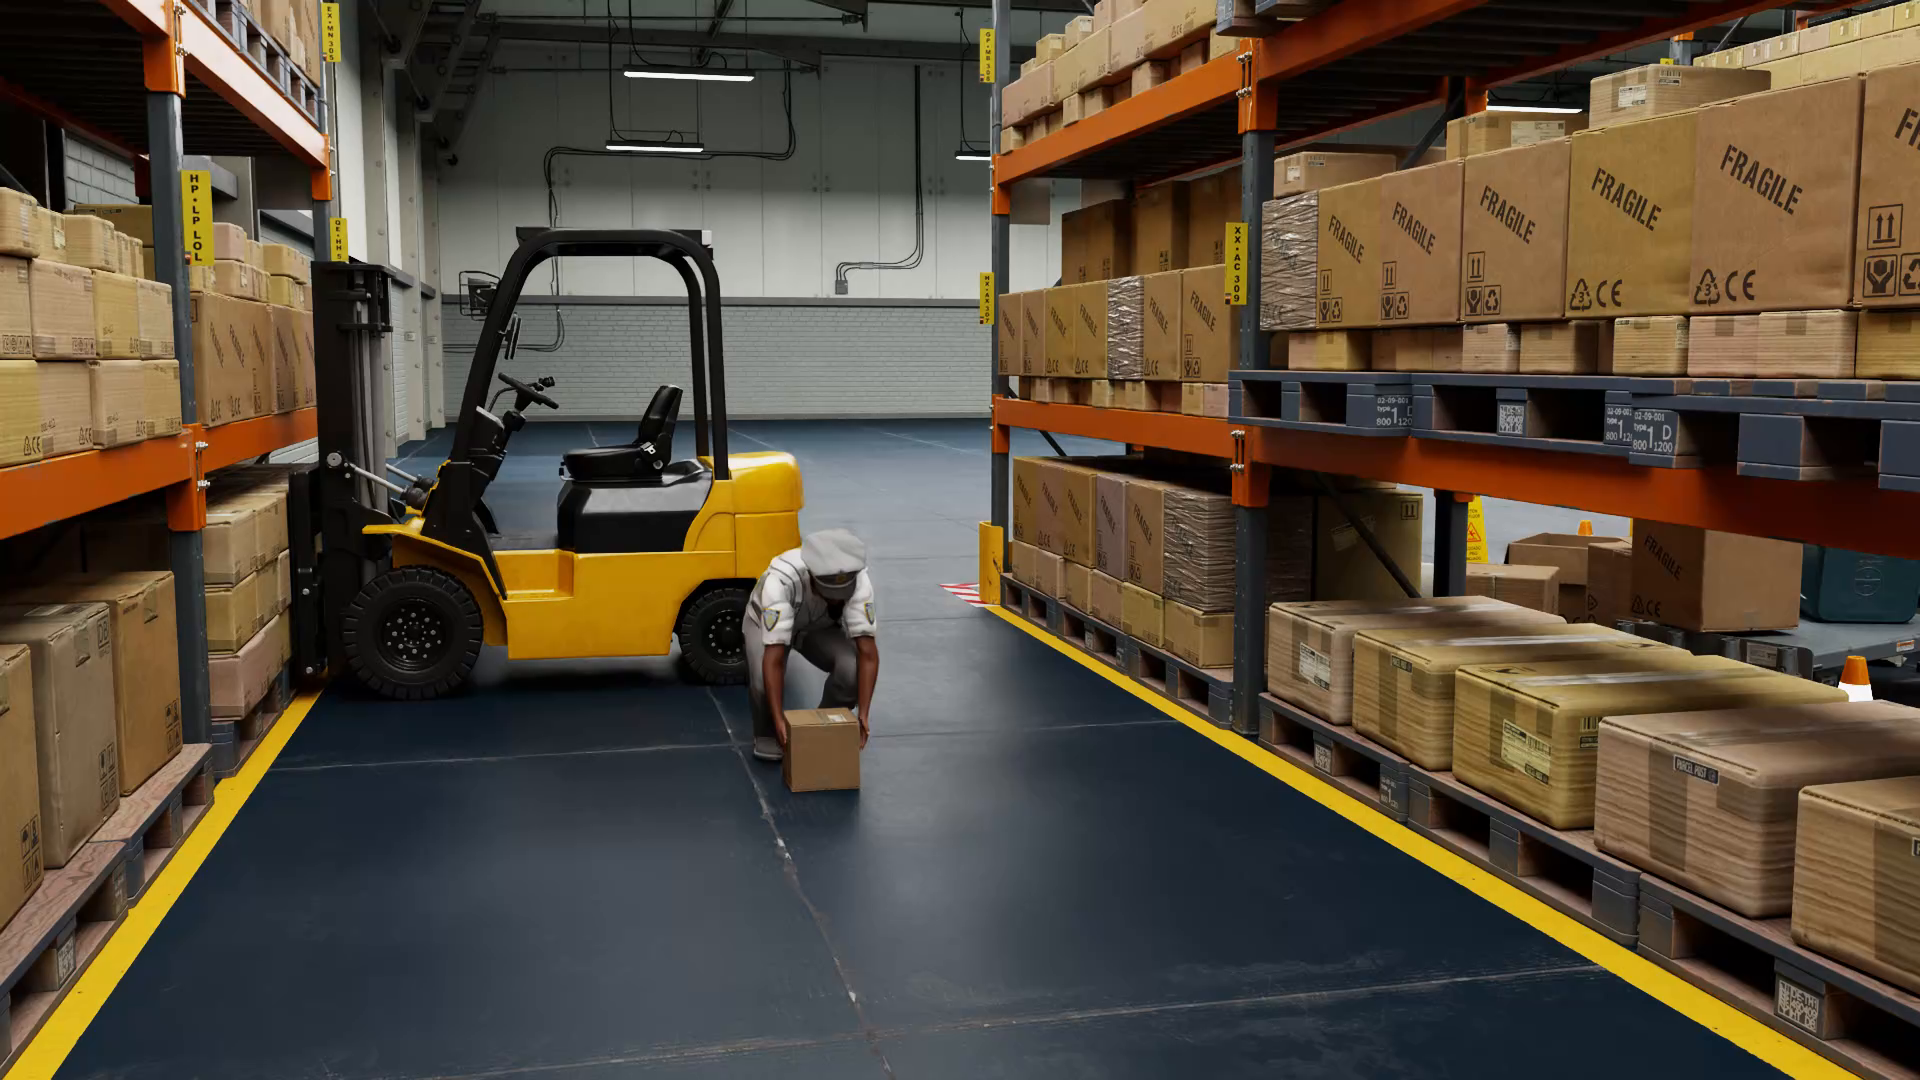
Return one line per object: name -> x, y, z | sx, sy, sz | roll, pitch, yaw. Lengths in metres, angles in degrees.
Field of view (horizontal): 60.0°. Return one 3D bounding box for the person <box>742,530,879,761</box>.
person -> -0.583, 0.400, 6.431 | 0.481, 0.930, 0.862 | -2, 6, -14
